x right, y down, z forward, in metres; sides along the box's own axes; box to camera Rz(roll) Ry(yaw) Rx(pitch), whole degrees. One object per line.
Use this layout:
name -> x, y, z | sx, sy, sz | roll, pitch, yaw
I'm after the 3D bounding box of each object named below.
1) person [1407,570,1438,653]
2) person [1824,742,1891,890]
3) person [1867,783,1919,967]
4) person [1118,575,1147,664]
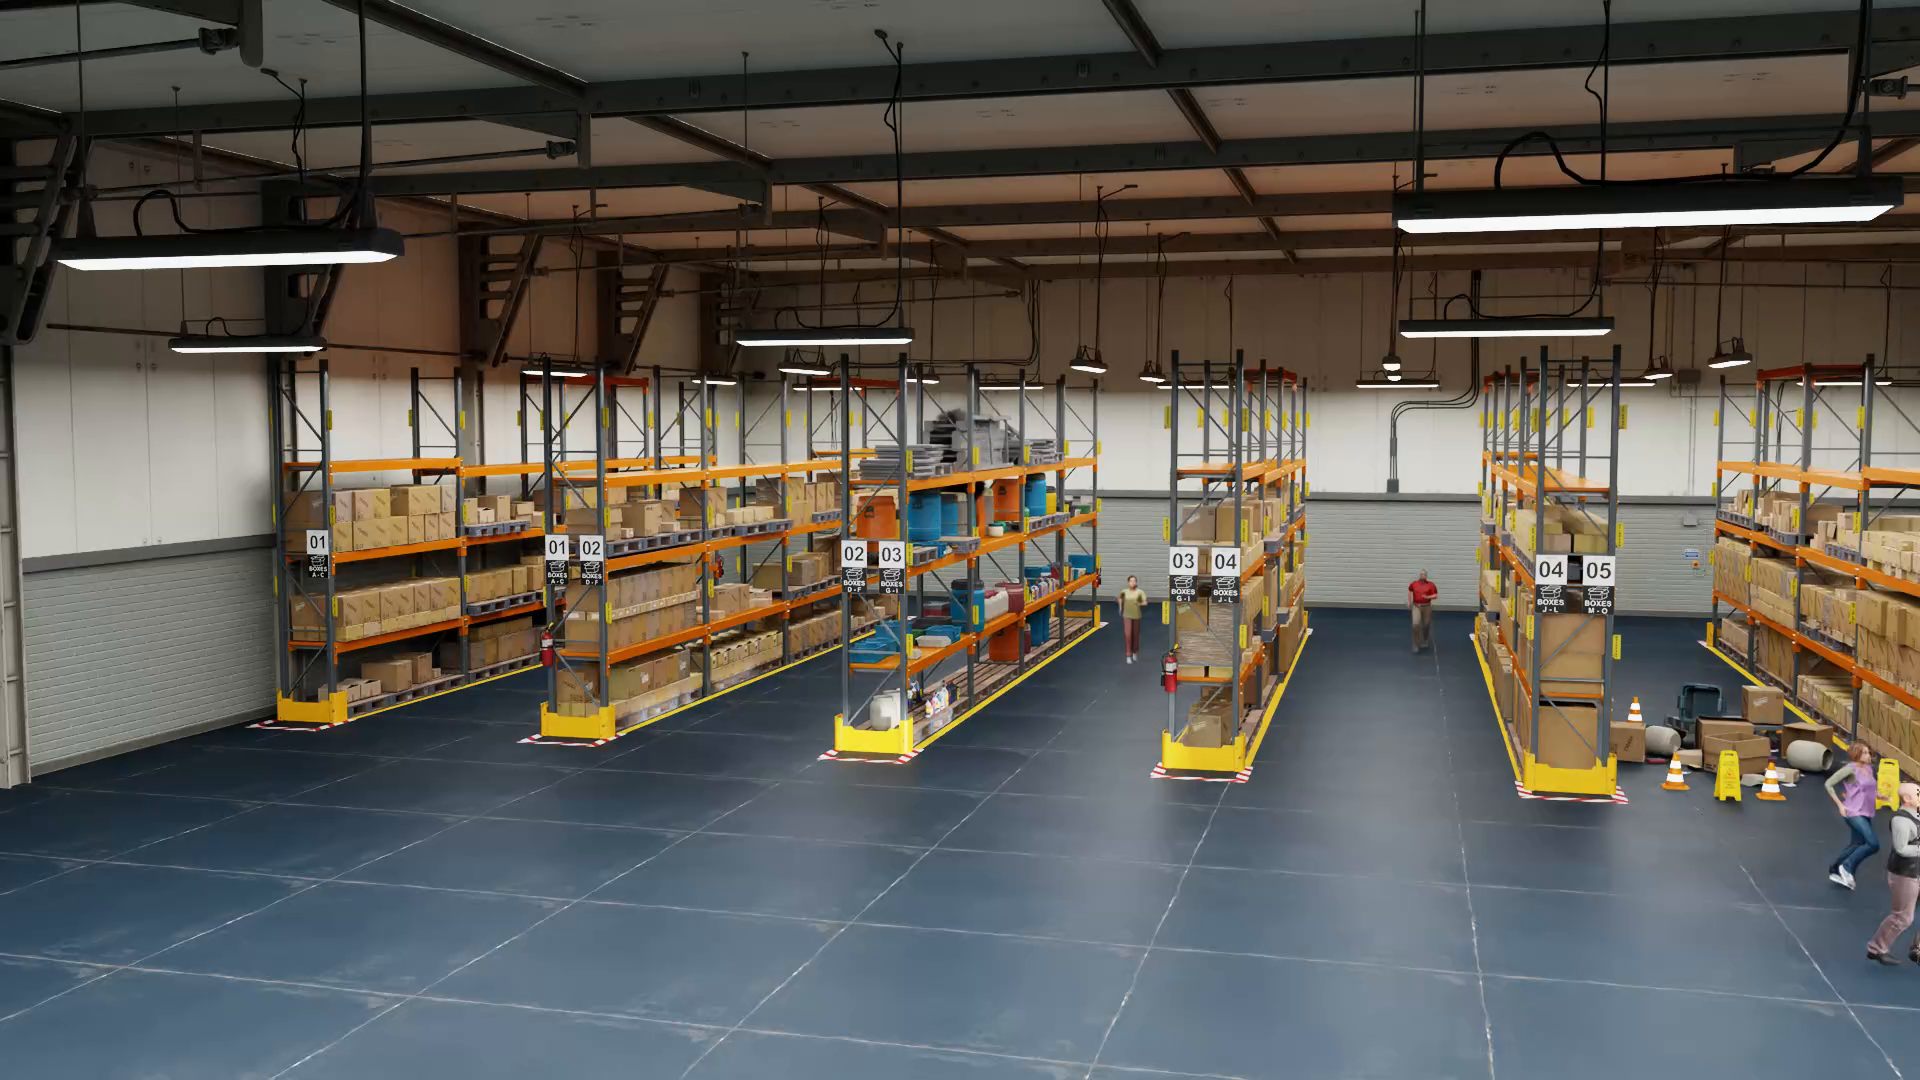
person -> 10.047, 1.532, 36.156 | 0.643, 1.775, 0.846 | 1, 4, 17
person -> 9.547, 2.929, 17.651 | 0.516, 1.567, 0.639 | -3, 5, -34
person -> 8.592, 3.073, 14.998 | 0.605, 1.763, 0.711 | -3, 5, -38
person -> 3.353, 1.536, 32.343 | 0.570, 1.700, 0.896 | 0, 4, 5
